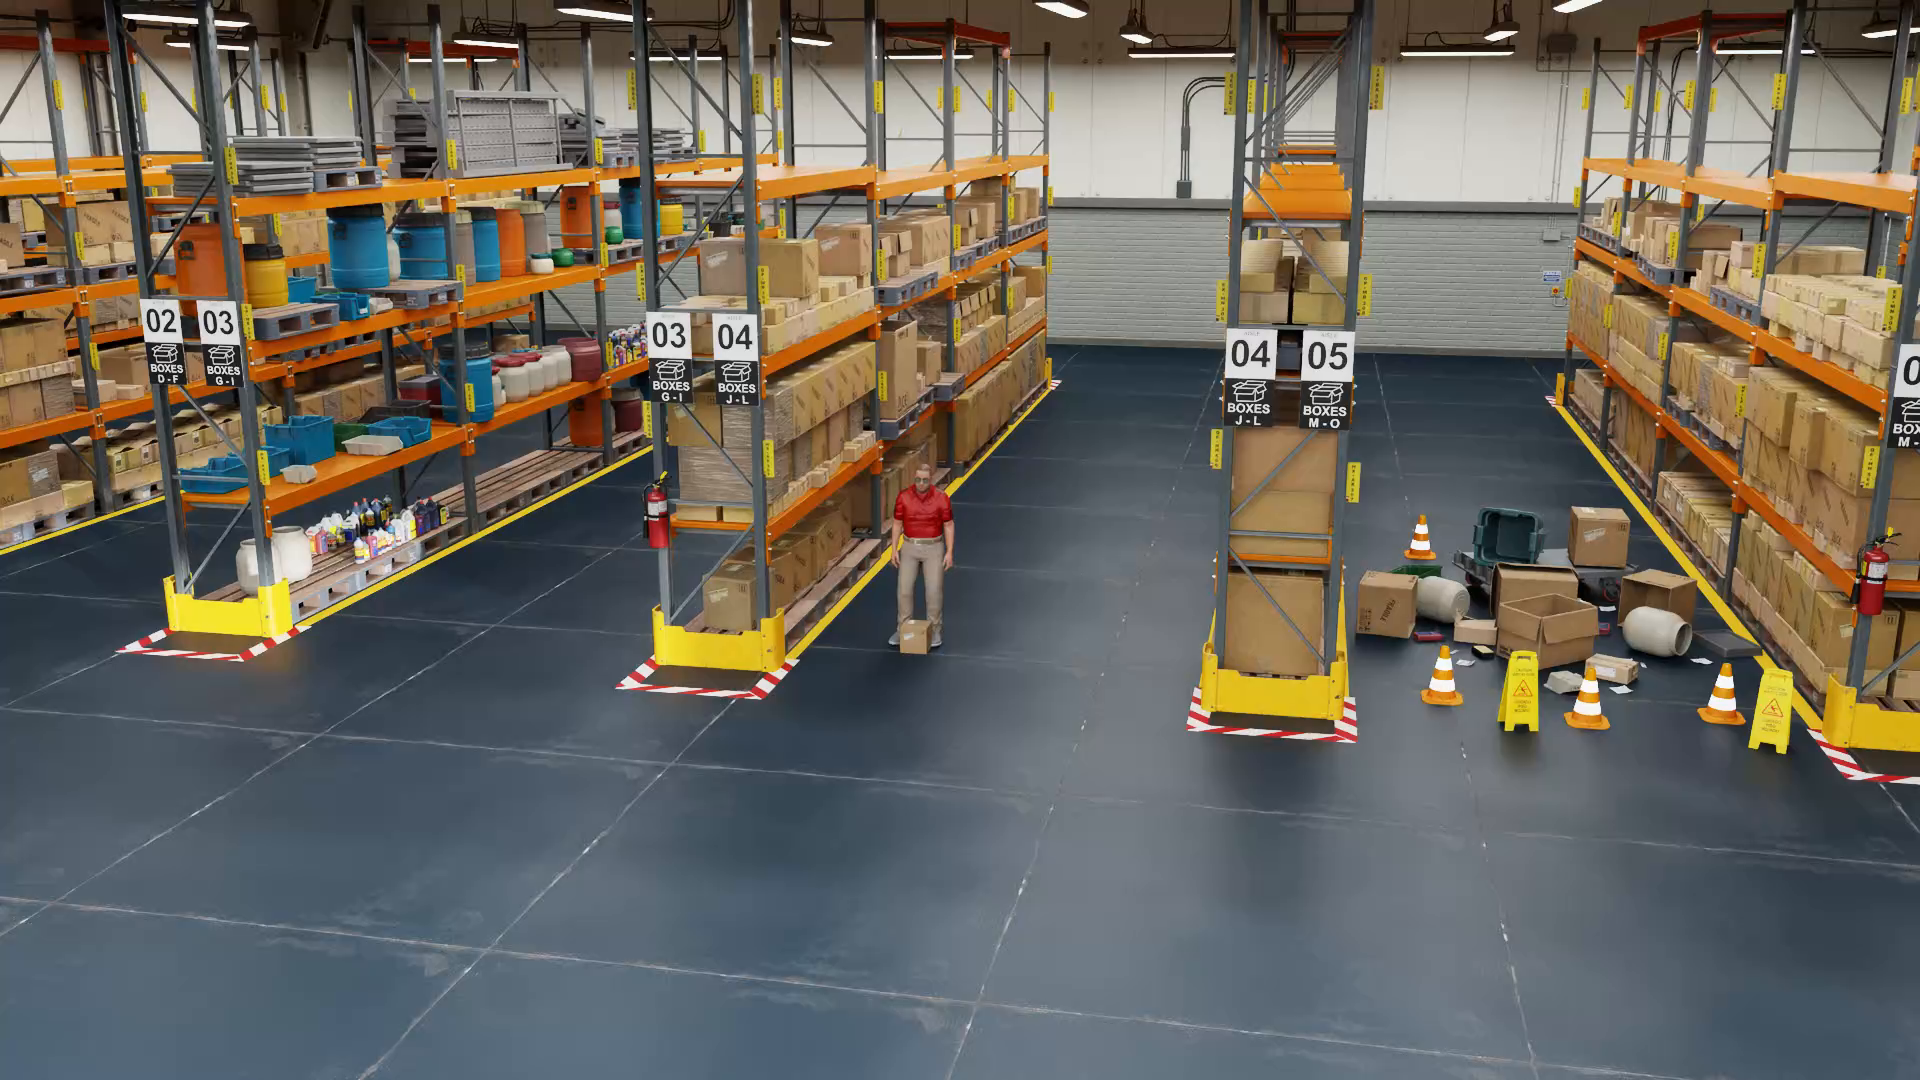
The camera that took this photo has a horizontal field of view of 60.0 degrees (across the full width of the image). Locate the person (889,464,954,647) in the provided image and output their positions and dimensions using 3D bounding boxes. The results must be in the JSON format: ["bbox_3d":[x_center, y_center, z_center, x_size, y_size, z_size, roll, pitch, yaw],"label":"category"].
[{"bbox_3d":[-0.358,0.124,15.559,0.606,1.727,0.389,2,15,8],"label":"person"}]
